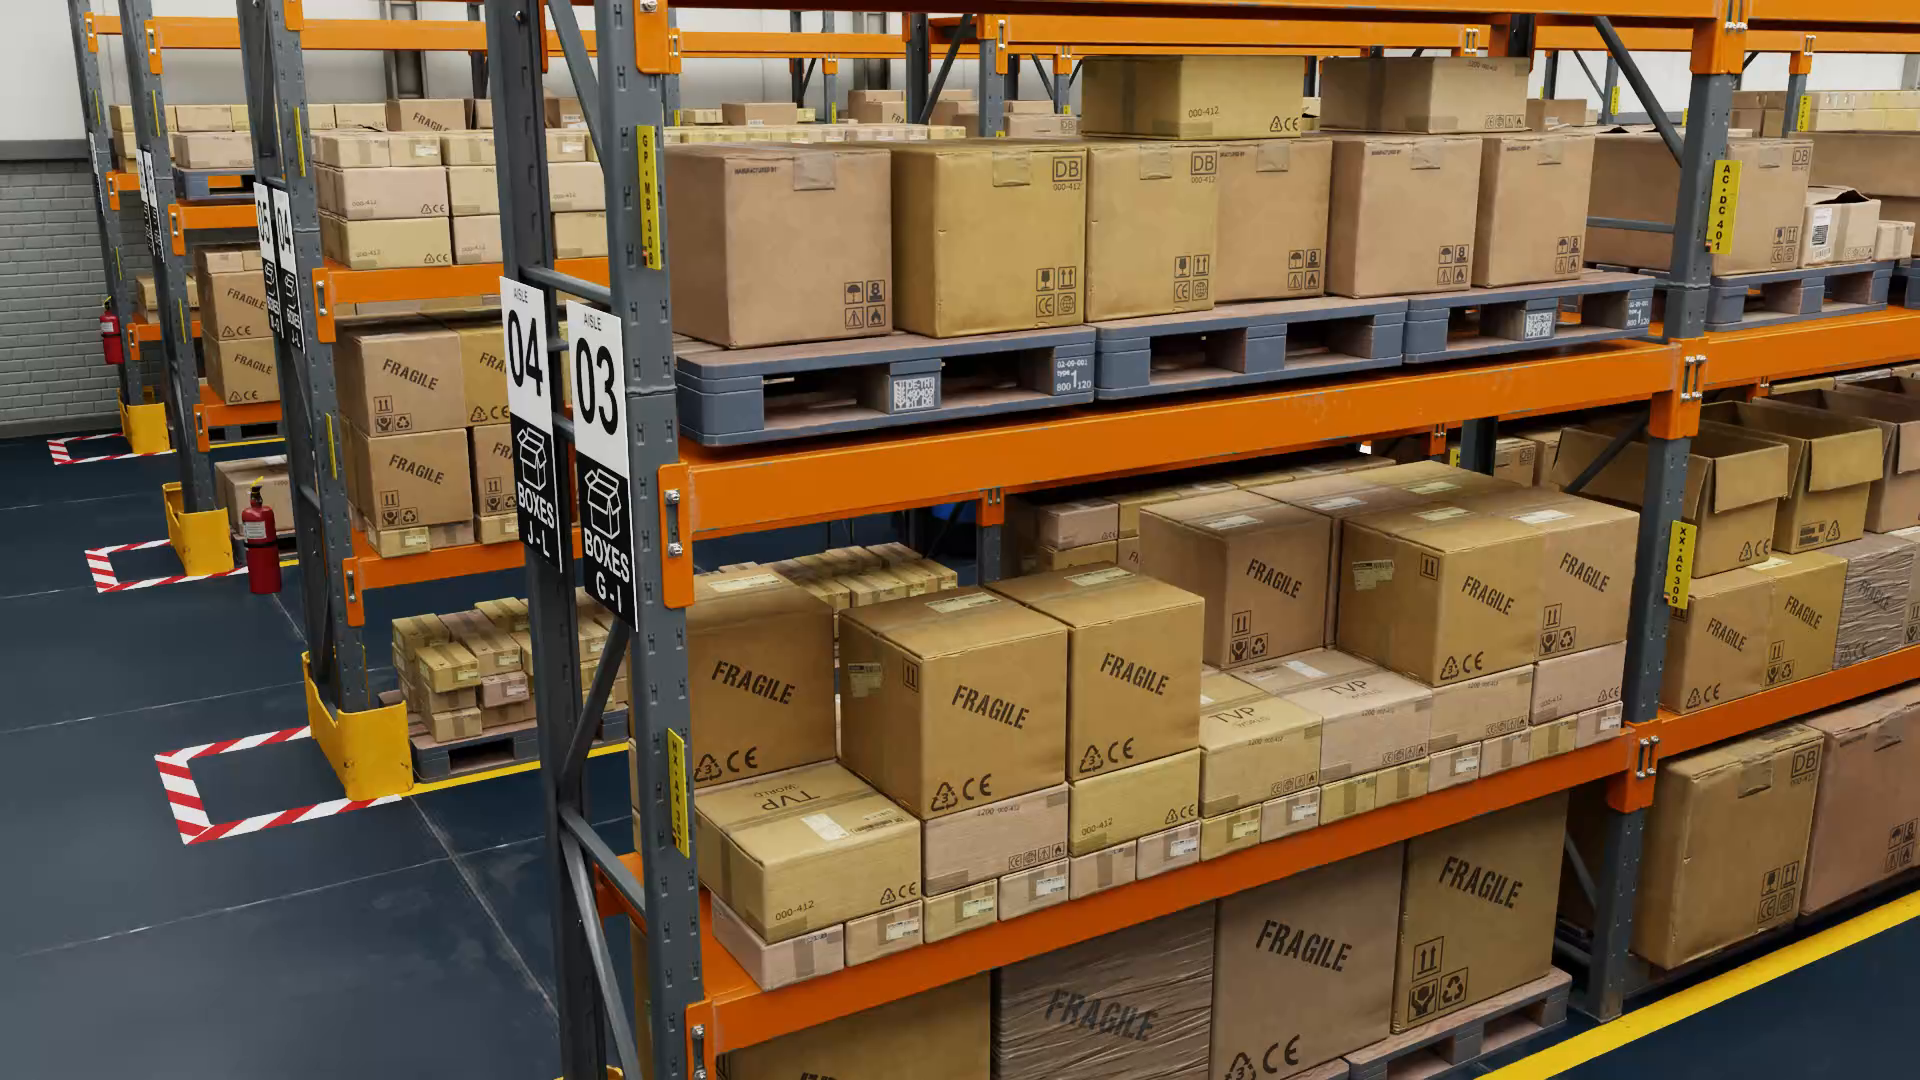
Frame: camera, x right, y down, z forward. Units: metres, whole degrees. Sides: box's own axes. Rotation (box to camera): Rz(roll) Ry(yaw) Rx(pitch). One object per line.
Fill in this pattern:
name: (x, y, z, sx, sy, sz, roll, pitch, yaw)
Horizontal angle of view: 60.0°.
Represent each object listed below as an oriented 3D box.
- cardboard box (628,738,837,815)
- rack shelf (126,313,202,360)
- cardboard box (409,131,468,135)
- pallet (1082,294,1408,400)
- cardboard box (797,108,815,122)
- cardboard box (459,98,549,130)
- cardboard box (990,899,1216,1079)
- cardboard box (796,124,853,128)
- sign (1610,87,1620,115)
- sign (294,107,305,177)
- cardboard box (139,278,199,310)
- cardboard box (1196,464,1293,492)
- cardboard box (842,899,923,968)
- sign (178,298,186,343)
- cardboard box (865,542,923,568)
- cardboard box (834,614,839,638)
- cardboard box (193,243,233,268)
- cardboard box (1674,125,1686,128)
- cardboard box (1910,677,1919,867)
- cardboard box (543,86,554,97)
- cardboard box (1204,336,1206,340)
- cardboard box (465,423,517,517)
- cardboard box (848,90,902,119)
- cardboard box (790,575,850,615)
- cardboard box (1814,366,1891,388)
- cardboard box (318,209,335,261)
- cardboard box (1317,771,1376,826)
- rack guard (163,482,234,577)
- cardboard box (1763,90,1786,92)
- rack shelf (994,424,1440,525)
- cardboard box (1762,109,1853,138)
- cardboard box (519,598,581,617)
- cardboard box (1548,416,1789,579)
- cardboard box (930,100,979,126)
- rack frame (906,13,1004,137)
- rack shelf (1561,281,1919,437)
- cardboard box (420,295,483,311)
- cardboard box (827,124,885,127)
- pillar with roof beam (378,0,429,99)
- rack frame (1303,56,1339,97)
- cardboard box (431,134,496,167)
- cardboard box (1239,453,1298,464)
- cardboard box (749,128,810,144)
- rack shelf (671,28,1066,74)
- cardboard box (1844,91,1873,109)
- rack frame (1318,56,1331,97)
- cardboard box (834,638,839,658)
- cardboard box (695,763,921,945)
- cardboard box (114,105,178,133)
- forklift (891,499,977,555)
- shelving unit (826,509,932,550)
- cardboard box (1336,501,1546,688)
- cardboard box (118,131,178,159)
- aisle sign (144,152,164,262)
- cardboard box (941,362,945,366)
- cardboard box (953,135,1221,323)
cardboard box: (-0.726, 0.778, 5.305, 0.500, 0.250, 0.500, -10, 18, -31)
rack shelf: (-6.954, -2.395, 18.229, 4.000, 0.370, 1.077, -9, 18, -30)
cardboard box: (-2.858, -2.151, 9.080, 0.250, 0.149, 0.380, -10, 18, -31)
pallet: (0.672, -0.700, 5.458, 1.213, 0.211, 1.003, -9, 18, -30)
cardboard box: (-1.953, -5.166, 20.214, 0.250, 0.149, 0.380, -9, 18, -28)
cardboard box: (-3.820, -3.421, 13.844, 0.637, 0.503, 0.797, -8, 17, -25)
cardboard box: (0.282, 1.564, 5.930, 0.875, 0.875, 0.875, -9, 18, -30)
cardboard box: (-0.855, -2.483, 10.264, 0.250, 0.149, 0.380, -9, 18, -30)
sign: (7.875, -5.279, 19.987, 0.005, 0.325, 0.100, -9, 18, -30)
sign: (-3.193, -1.924, 8.039, 0.005, 0.325, 0.100, -9, 18, -30)
cardboard box: (-8.141, -2.535, 17.123, 0.500, 0.250, 0.500, -9, 18, -29)
cardboard box: (2.062, -0.360, 12.102, 0.500, 0.250, 0.500, -9, 18, -28)
cardboard box: (-0.312, 1.089, 4.932, 0.250, 0.149, 0.380, -10, 18, -31)
sign: (-5.828, -1.641, 12.457, 0.005, 0.325, 0.100, -9, 18, -30)
cardboard box: (-0.446, 0.144, 11.241, 0.250, 0.149, 0.380, -8, 18, -27)
cardboard box: (-0.862, 0.498, 10.527, 0.250, 0.149, 0.380, -9, 18, -29)
cardboard box: (-5.904, -2.254, 13.152, 0.250, 0.149, 0.380, -9, 18, -29)
cardboard box: (6.167, -3.456, 14.410, 0.396, 0.266, 0.258, -10, 18, -31)
cardboard box: (4.482, 0.899, 8.302, 0.875, 0.875, 1.225, -9, 18, -30)
cardboard box: (-4.803, -5.039, 18.953, 0.258, 0.266, 0.396, -9, 18, -30)
cardboard box: (1.763, -1.461, 12.151, 0.250, 0.149, 0.380, -9, 18, -28)
cardboard box: (-2.500, -0.454, 9.237, 0.500, 0.500, 0.500, -9, 18, -30)
cardboard box: (-1.064, -5.363, 20.777, 0.500, 0.500, 0.500, -9, 18, -29)
cardboard box: (-0.886, 0.352, 10.497, 0.250, 0.149, 0.380, -9, 18, -28)
cardboard box: (8.159, -1.229, 15.895, 0.875, 0.875, 0.875, -9, 18, -29)
cardboard box: (-3.219, -1.681, 9.069, 0.500, 0.250, 0.500, -10, 18, -31)
cardboard box: (1.230, 0.839, 5.824, 0.250, 0.149, 0.380, -10, 18, -31)
rack guard: (-6.129, -0.108, 13.371, 0.348, 0.500, 1.175, -9, 18, -30)
cardboard box: (7.395, -4.004, 15.105, 0.250, 0.149, 0.380, -9, 18, -30)
rack shelf: (1.670, -0.672, 12.082, 4.000, 0.370, 1.077, -9, 18, -30)
cardboard box: (7.377, -3.621, 14.477, 0.500, 0.250, 0.500, -9, 18, -29)
cardboard box: (-2.494, 0.459, 10.116, 0.250, 0.149, 0.380, -10, 19, -32)
cardboard box: (2.967, -0.200, 7.024, 0.637, 0.503, 0.797, -10, 18, -31)
cardboard box: (-0.002, -3.941, 15.889, 0.500, 0.500, 0.700, -10, 19, -32)
rack frame: (-0.044, -3.629, 10.183, 0.127, 3.000, 1.000, -9, 18, -30)
rack shelf: (4.138, -0.955, 7.533, 4.000, 0.370, 1.077, -9, 18, -30)
cardboard box: (-4.247, -2.062, 13.671, 0.500, 0.500, 0.500, -9, 18, -29)
cardboard box: (-0.669, -2.531, 10.435, 0.250, 0.149, 0.380, -10, 19, -32)
pillar with roof beam: (-4.084, -5.024, 15.159, 0.400, 9.000, 9.100, -9, 18, -30)
rack frame: (4.177, -5.872, 18.186, 0.127, 3.000, 1.000, -9, 18, -30)
cardboard box: (-2.580, -2.033, 8.662, 0.250, 0.149, 0.380, -9, 18, -30)
cardboard box: (2.234, -0.546, 12.763, 0.500, 0.250, 0.500, -9, 18, -30)
cardboard box: (-1.061, -2.292, 9.583, 0.250, 0.149, 0.380, -10, 19, -32)
rack shelf: (-0.966, -4.499, 15.362, 4.000, 0.370, 1.077, -9, 18, -30)
cardboard box: (7.736, -3.853, 14.564, 0.250, 0.149, 0.380, -9, 18, -30)
rack frame: (5.047, -7.576, 24.265, 0.127, 3.000, 1.000, -9, 18, -30)
cardboard box: (-0.952, 0.641, 10.571, 0.250, 0.149, 0.380, -10, 18, -31)
cardboard box: (-0.455, 0.902, 4.861, 0.500, 0.250, 0.500, -10, 18, -31)
cardboard box: (-8.159, -4.223, 16.661, 0.500, 0.250, 0.500, -9, 18, -30)
forklift: (0.930, -1.576, 14.103, 3.031, 2.935, 1.130, -10, 19, -32)
shelving unit: (-0.655, -0.603, 13.282, 0.755, 1.500, 0.431, -10, 19, -32)
cardboard box: (1.736, 0.184, 6.034, 0.500, 0.500, 0.500, -9, 18, -29)
cardboard box: (-8.147, -3.977, 16.710, 0.500, 0.250, 0.500, -9, 18, -30)
aisle sign: (-6.021, -2.490, 12.419, 0.004, 0.787, 0.394, -9, 18, -30)
cardboard box: (-0.308, -1.285, 10.348, 0.500, 0.500, 0.500, -10, 18, -32)
cardboard box: (0.376, -0.984, 5.155, 0.500, 0.500, 0.700, -11, 19, -33)
